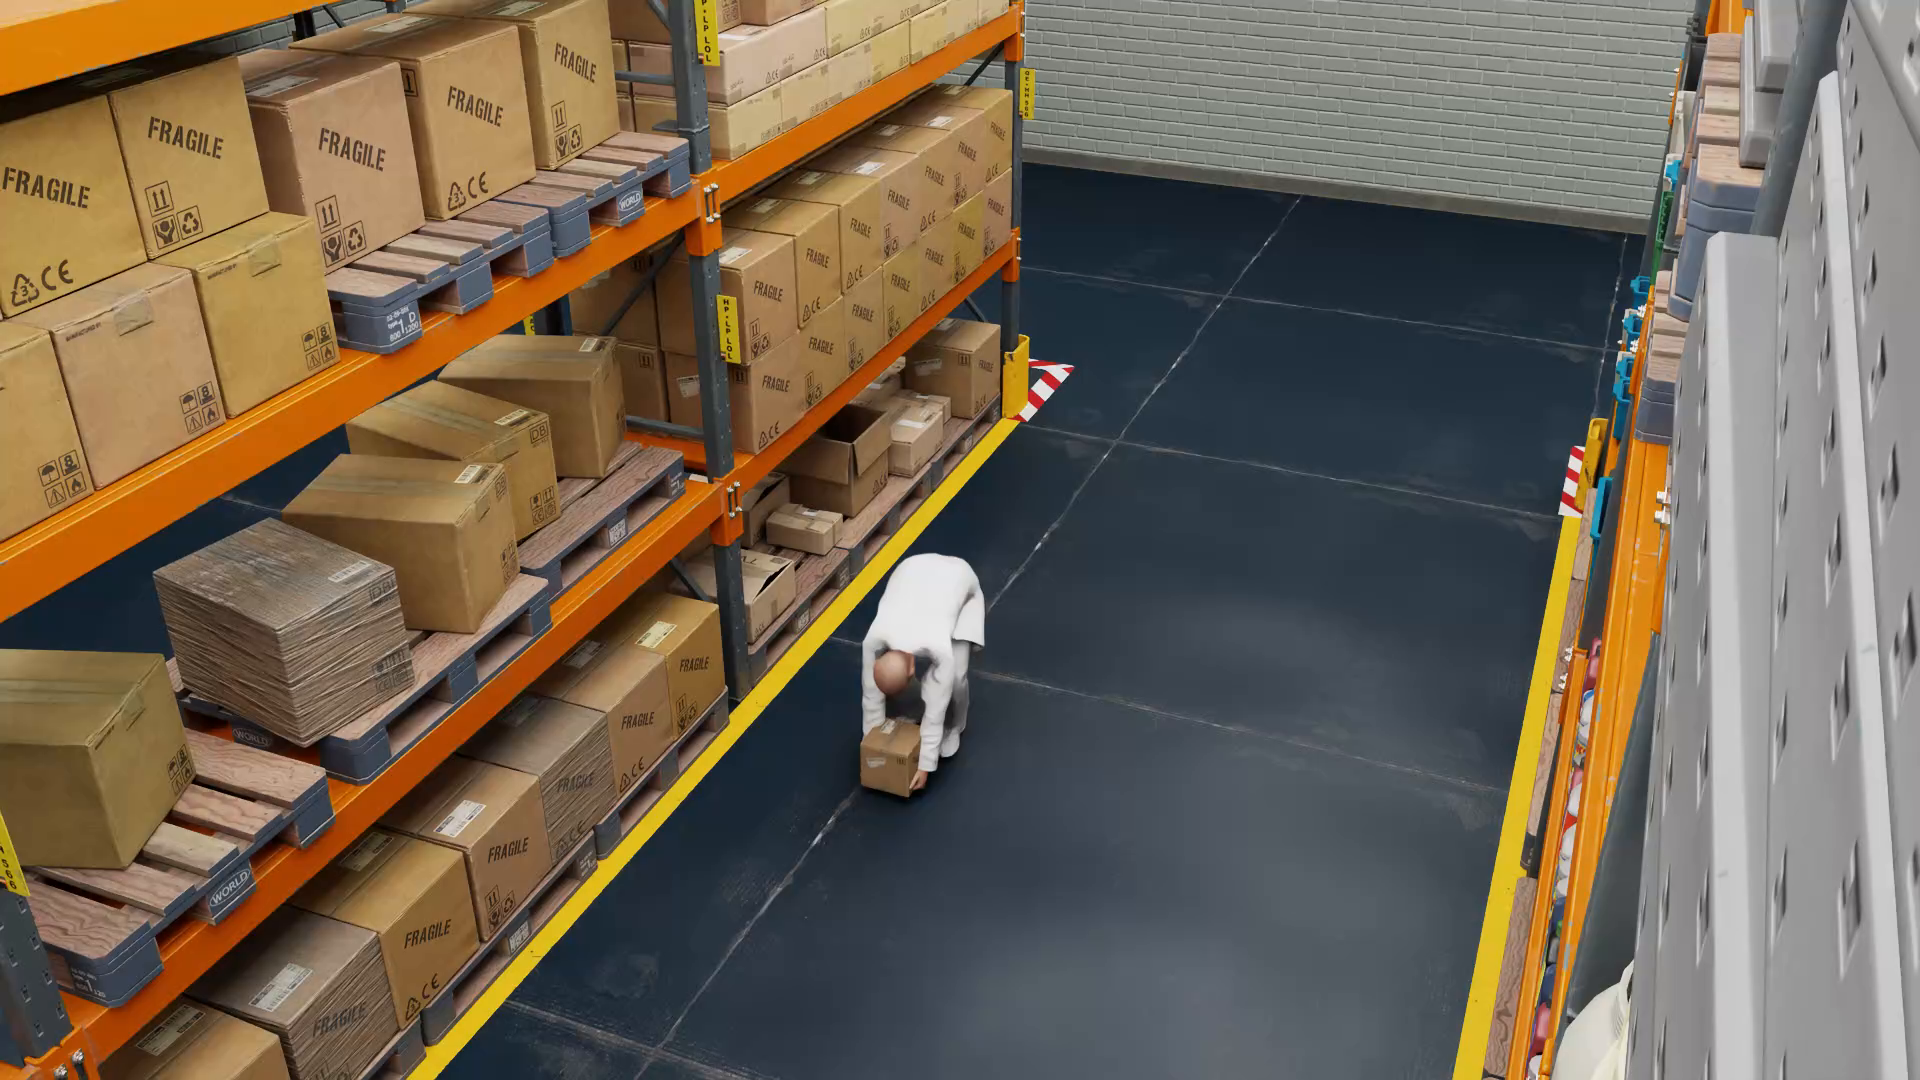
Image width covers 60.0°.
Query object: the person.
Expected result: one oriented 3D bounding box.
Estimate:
[{"bbox_3d":[-0.199,0.621,8.120,0.581,0.982,0.943,10,31,17],"label":"person"}]
